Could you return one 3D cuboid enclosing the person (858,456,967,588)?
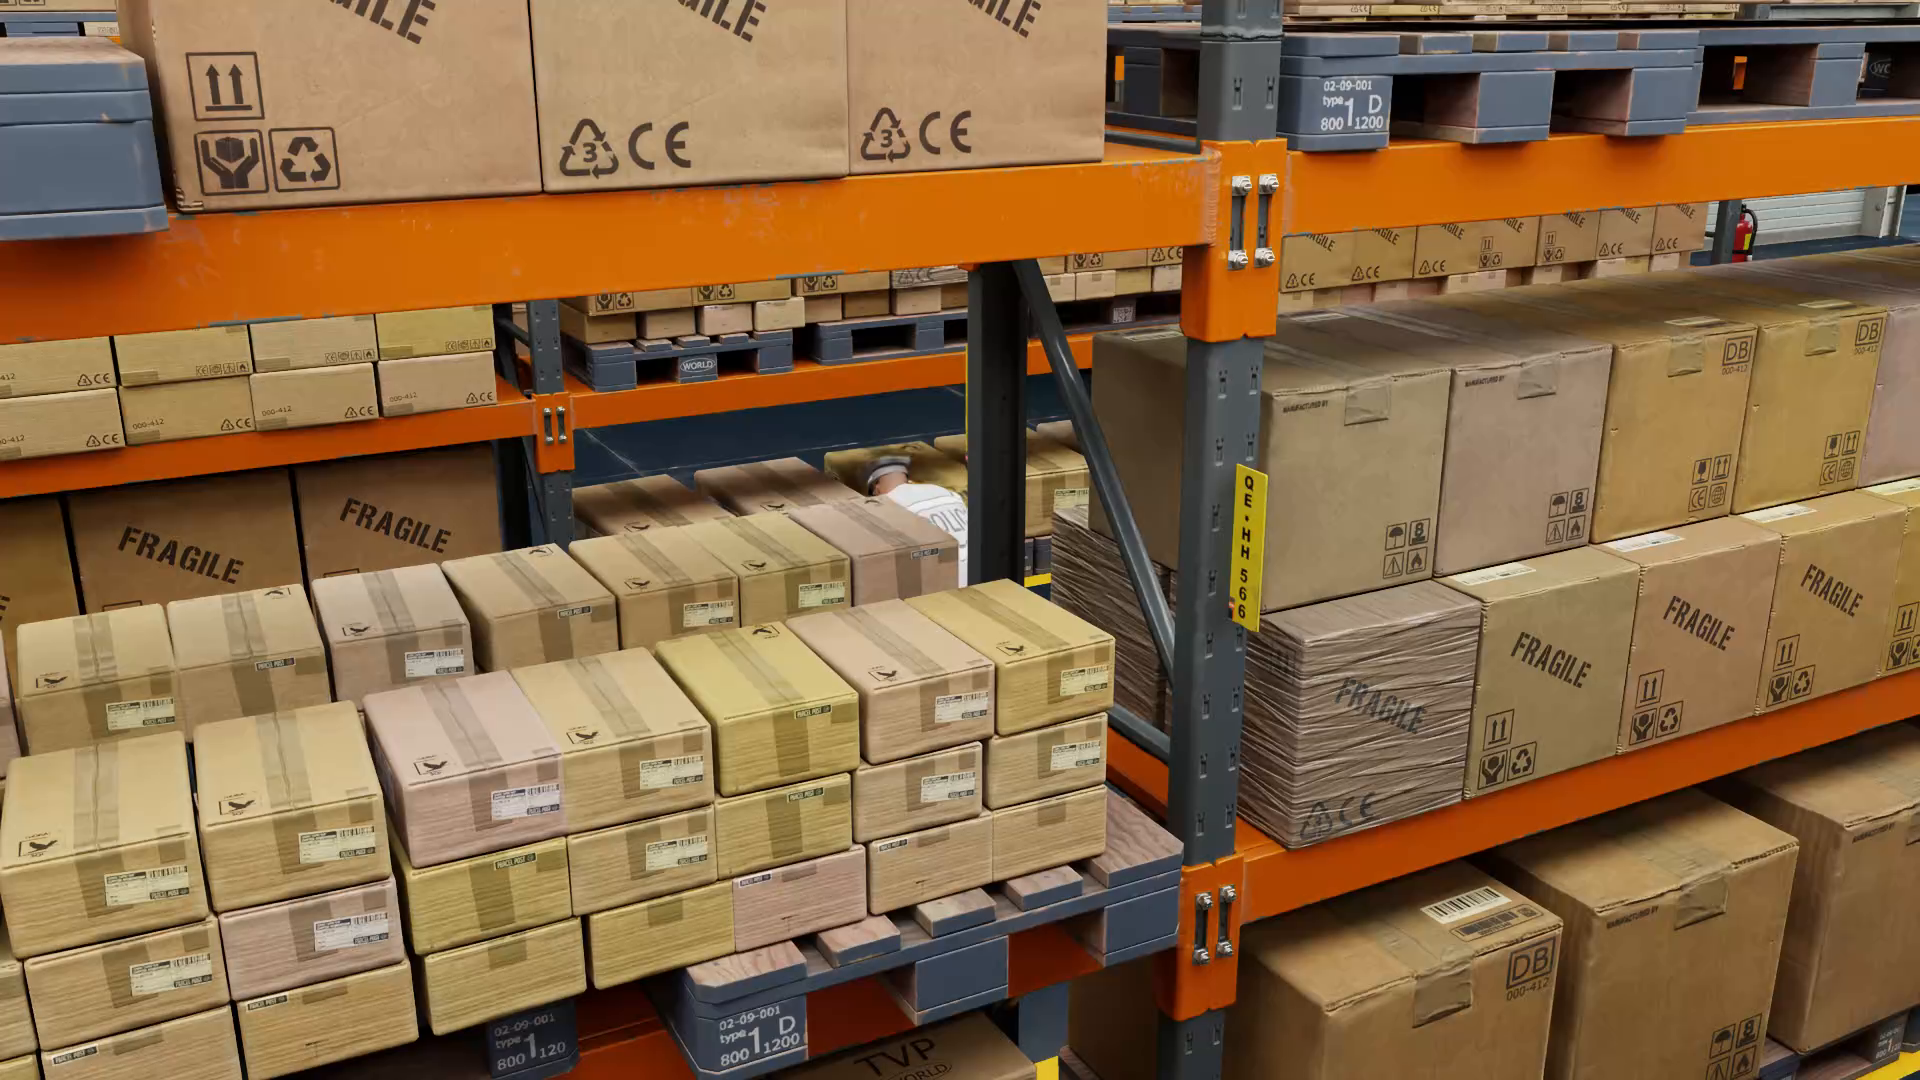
[{"bbox_3d":[-0.153,0.215,7.443,0.568,1.100,0.928,-10,21,-27],"label":"person"}]
